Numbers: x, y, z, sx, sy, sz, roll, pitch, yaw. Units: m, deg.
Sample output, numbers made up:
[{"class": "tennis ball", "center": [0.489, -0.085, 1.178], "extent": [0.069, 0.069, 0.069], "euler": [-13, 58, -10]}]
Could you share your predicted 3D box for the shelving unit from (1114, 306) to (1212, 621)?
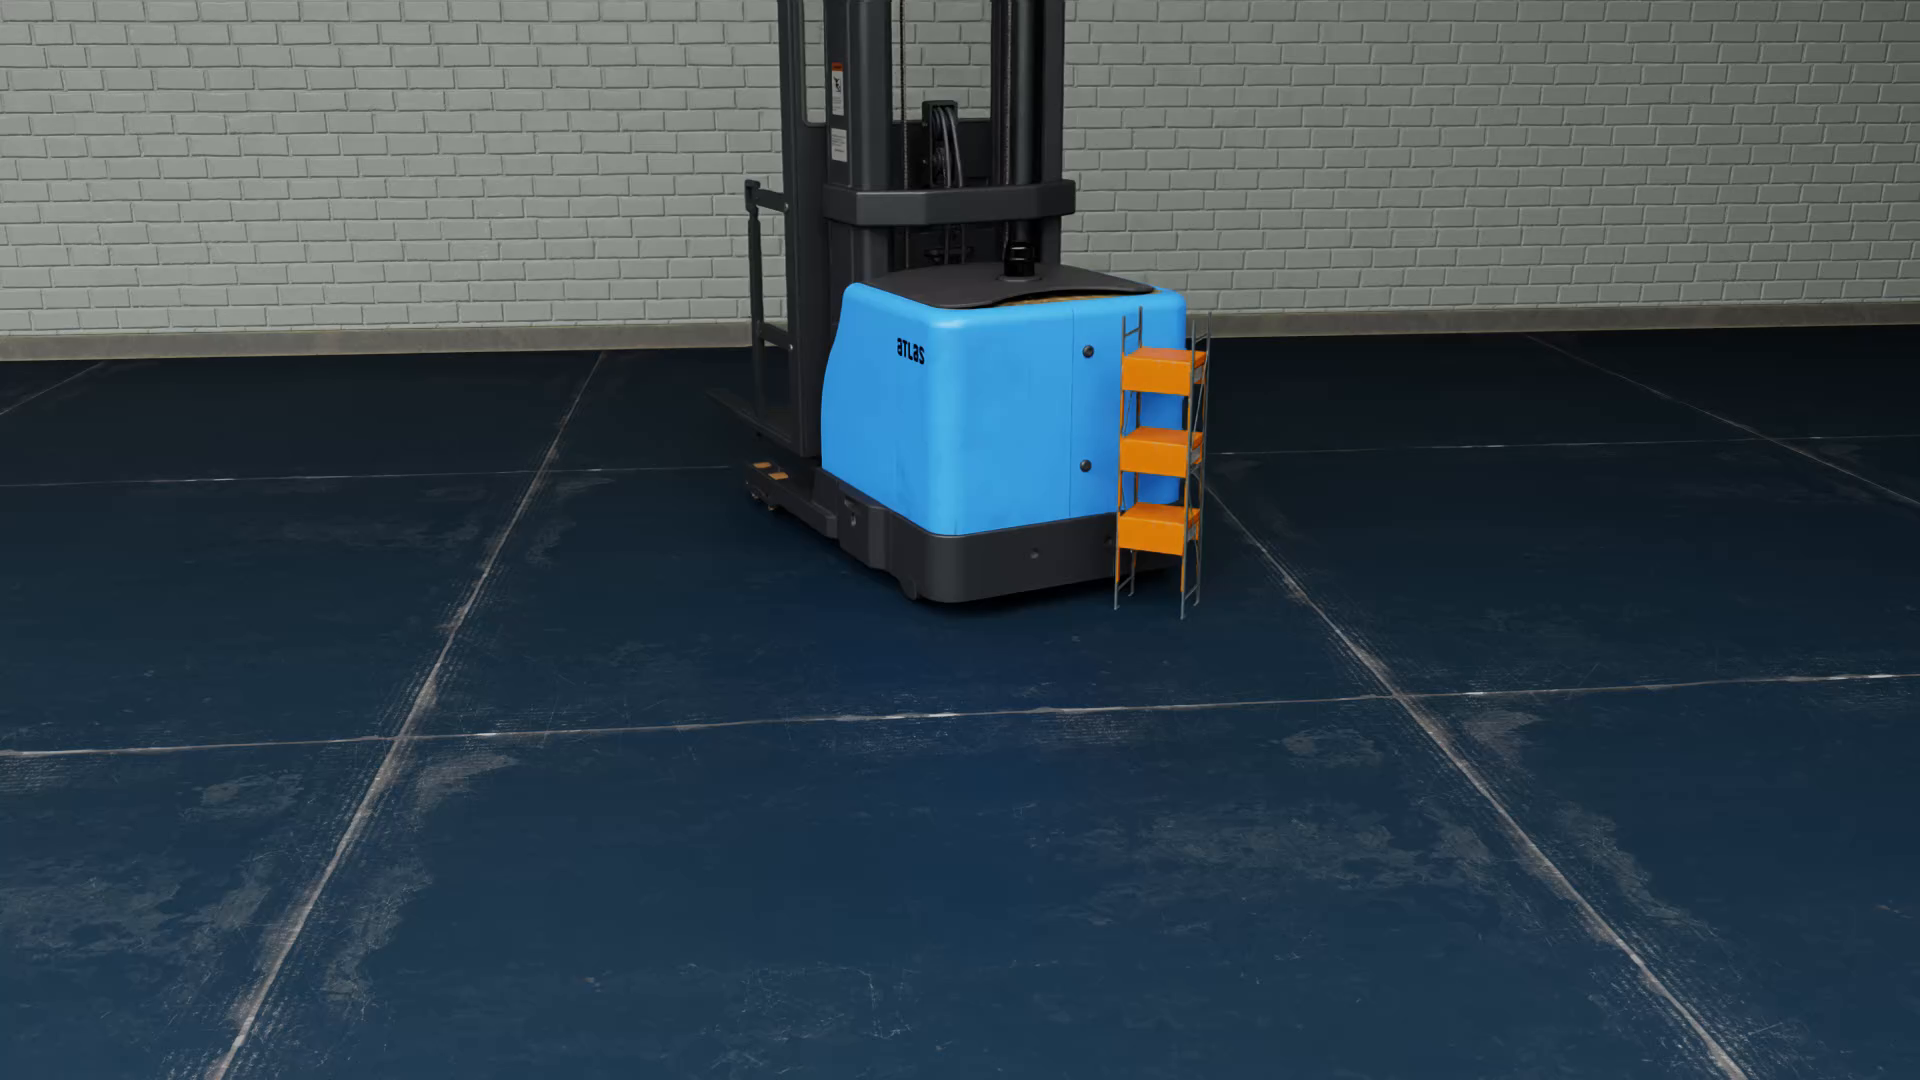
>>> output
[{"class": "shelving unit", "center": [0.699, -0.262, 5.756], "extent": [0.252, 1.050, 0.215], "euler": [8, 20, 23]}]

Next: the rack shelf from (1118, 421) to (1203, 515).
[{"class": "rack shelf", "center": [0.699, -0.252, 5.759], "extent": [0.240, 0.259, 0.215], "euler": [8, 20, 23]}]

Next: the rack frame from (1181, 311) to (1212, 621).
[{"class": "rack frame", "center": [0.810, -0.247, 5.708], "extent": [0.008, 1.050, 0.200], "euler": [8, 20, 23]}]

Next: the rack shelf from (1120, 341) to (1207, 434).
[{"class": "rack shelf", "center": [0.698, -0.522, 5.672], "extent": [0.240, 0.259, 0.215], "euler": [8, 20, 23]}]

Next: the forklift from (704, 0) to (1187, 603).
[{"class": "forklift", "center": [-0.293, -1.576, 6.804], "extent": [1.130, 2.935, 3.031], "euler": [-9, 19, -26]}]

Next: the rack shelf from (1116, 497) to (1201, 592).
[{"class": "rack shelf", "center": [0.700, 0.012, 5.845], "extent": [0.240, 0.259, 0.215], "euler": [8, 20, 23]}]

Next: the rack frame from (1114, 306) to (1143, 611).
[{"class": "rack frame", "center": [0.588, -0.277, 5.803], "extent": [0.008, 1.050, 0.200], "euler": [8, 20, 23]}]
